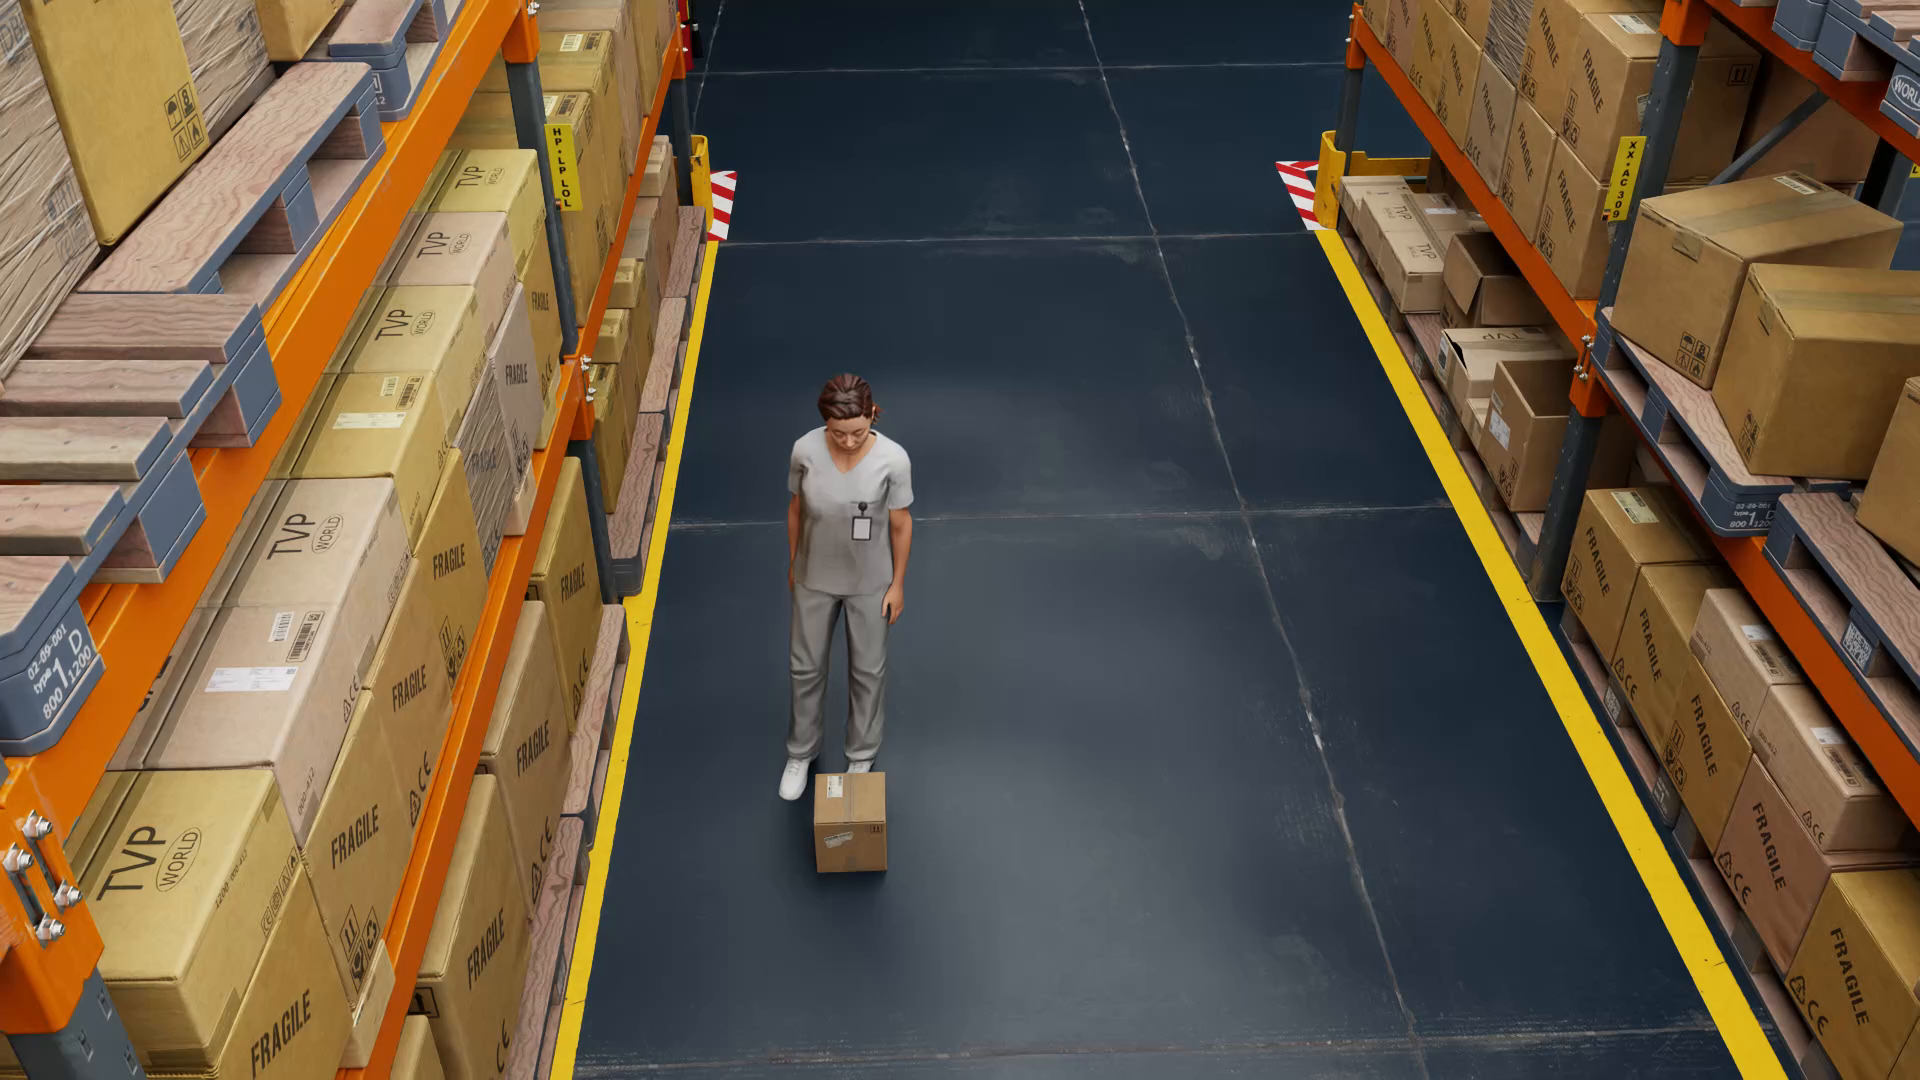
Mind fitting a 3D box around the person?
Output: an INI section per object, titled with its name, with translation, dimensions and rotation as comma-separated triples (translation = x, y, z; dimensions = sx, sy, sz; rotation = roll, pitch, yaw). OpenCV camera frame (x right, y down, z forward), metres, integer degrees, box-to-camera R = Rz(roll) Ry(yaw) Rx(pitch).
[person]
translation = -0.416, 0.170, 5.884
dimensions = 0.502, 1.695, 0.464
rotation = 3, 35, 4
